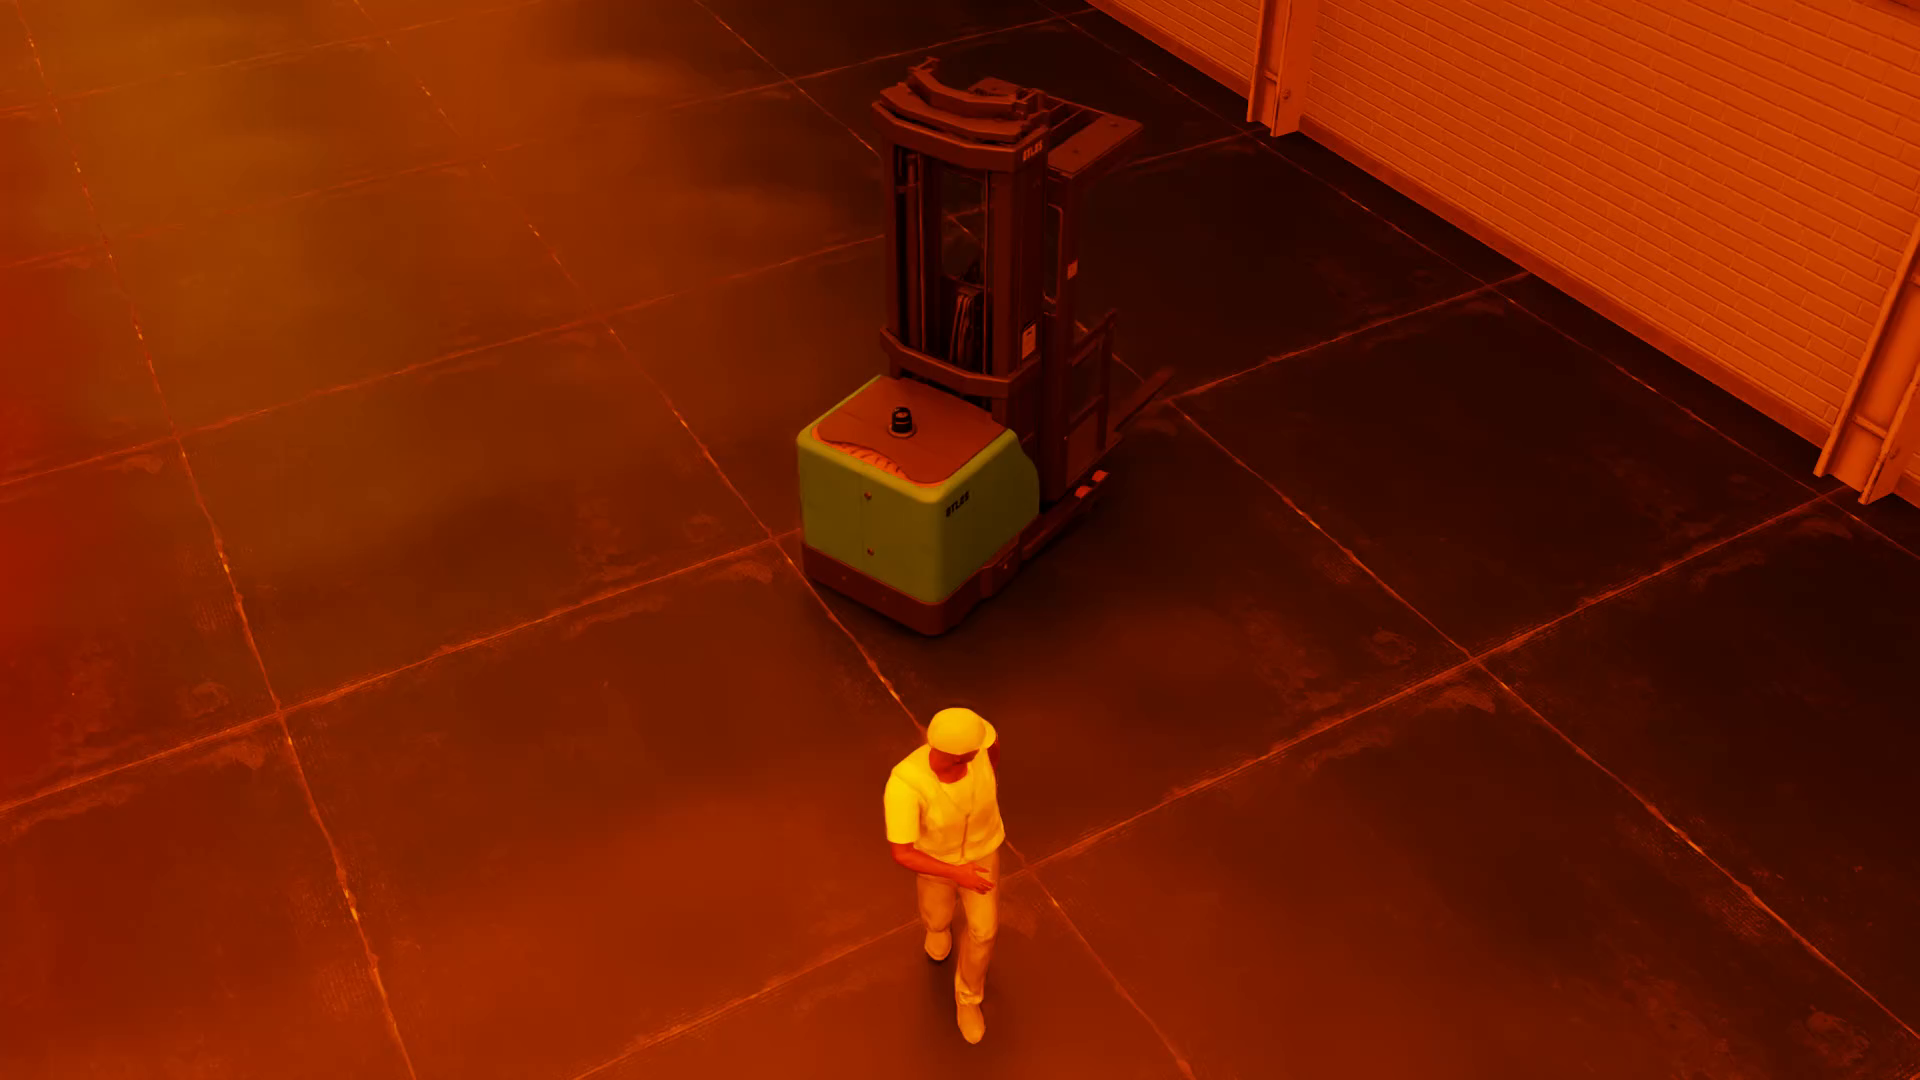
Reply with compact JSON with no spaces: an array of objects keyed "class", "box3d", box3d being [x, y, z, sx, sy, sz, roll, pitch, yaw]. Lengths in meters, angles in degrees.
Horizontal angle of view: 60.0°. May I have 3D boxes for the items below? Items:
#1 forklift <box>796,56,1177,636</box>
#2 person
[{"class":"forklift","box3d":[0.329,-1.474,9.814,1.130,2.935,3.031,25,46,27]},{"class":"person","box3d":[-0.040,1.372,7.383,0.604,1.738,0.936,-8,40,-9]}]
